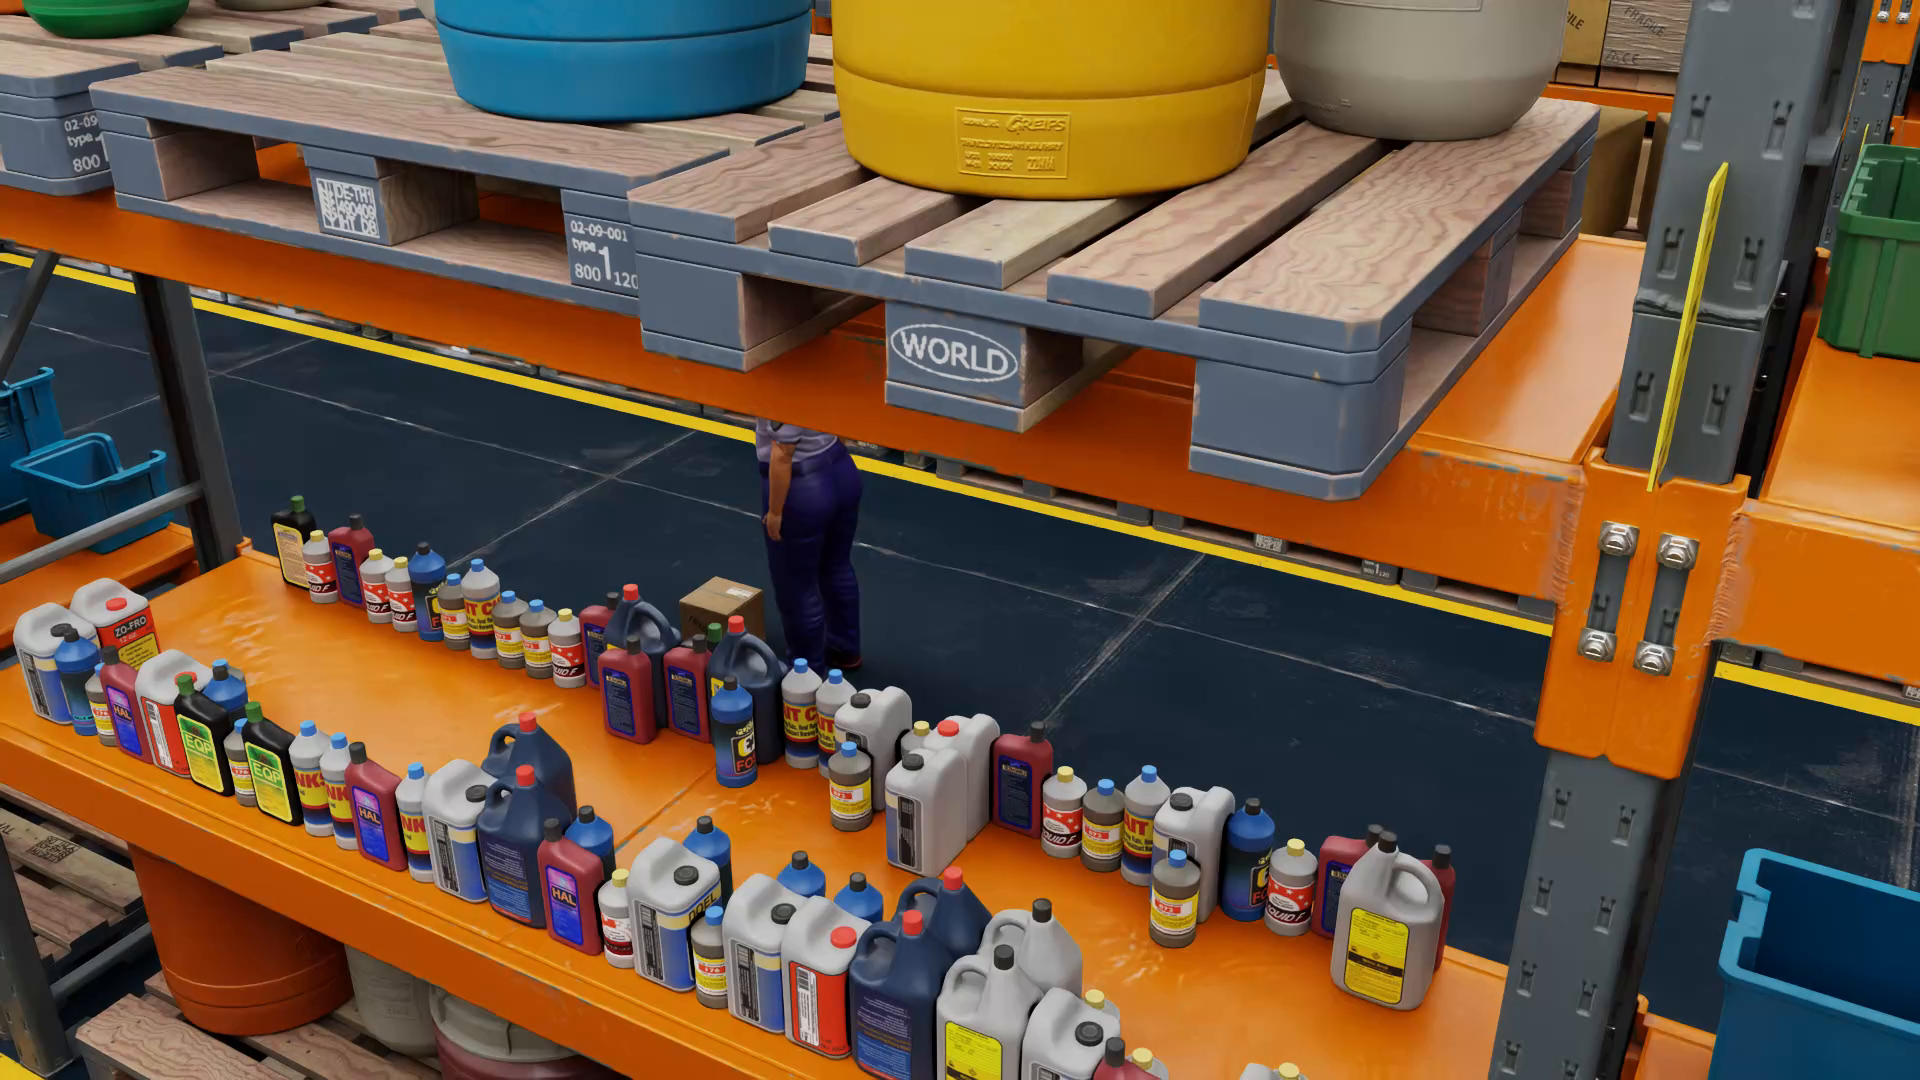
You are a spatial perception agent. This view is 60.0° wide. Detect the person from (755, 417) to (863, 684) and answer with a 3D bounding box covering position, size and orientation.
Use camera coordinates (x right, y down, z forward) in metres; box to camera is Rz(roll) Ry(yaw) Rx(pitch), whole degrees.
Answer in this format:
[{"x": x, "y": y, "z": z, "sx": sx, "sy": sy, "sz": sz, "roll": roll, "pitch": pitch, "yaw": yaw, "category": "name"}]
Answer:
[{"x": -0.598, "y": -0.171, "z": 6.479, "sx": 0.344, "sy": 1.660, "sz": 0.472, "roll": 15, "pitch": 30, "yaw": 27, "category": "person"}]
